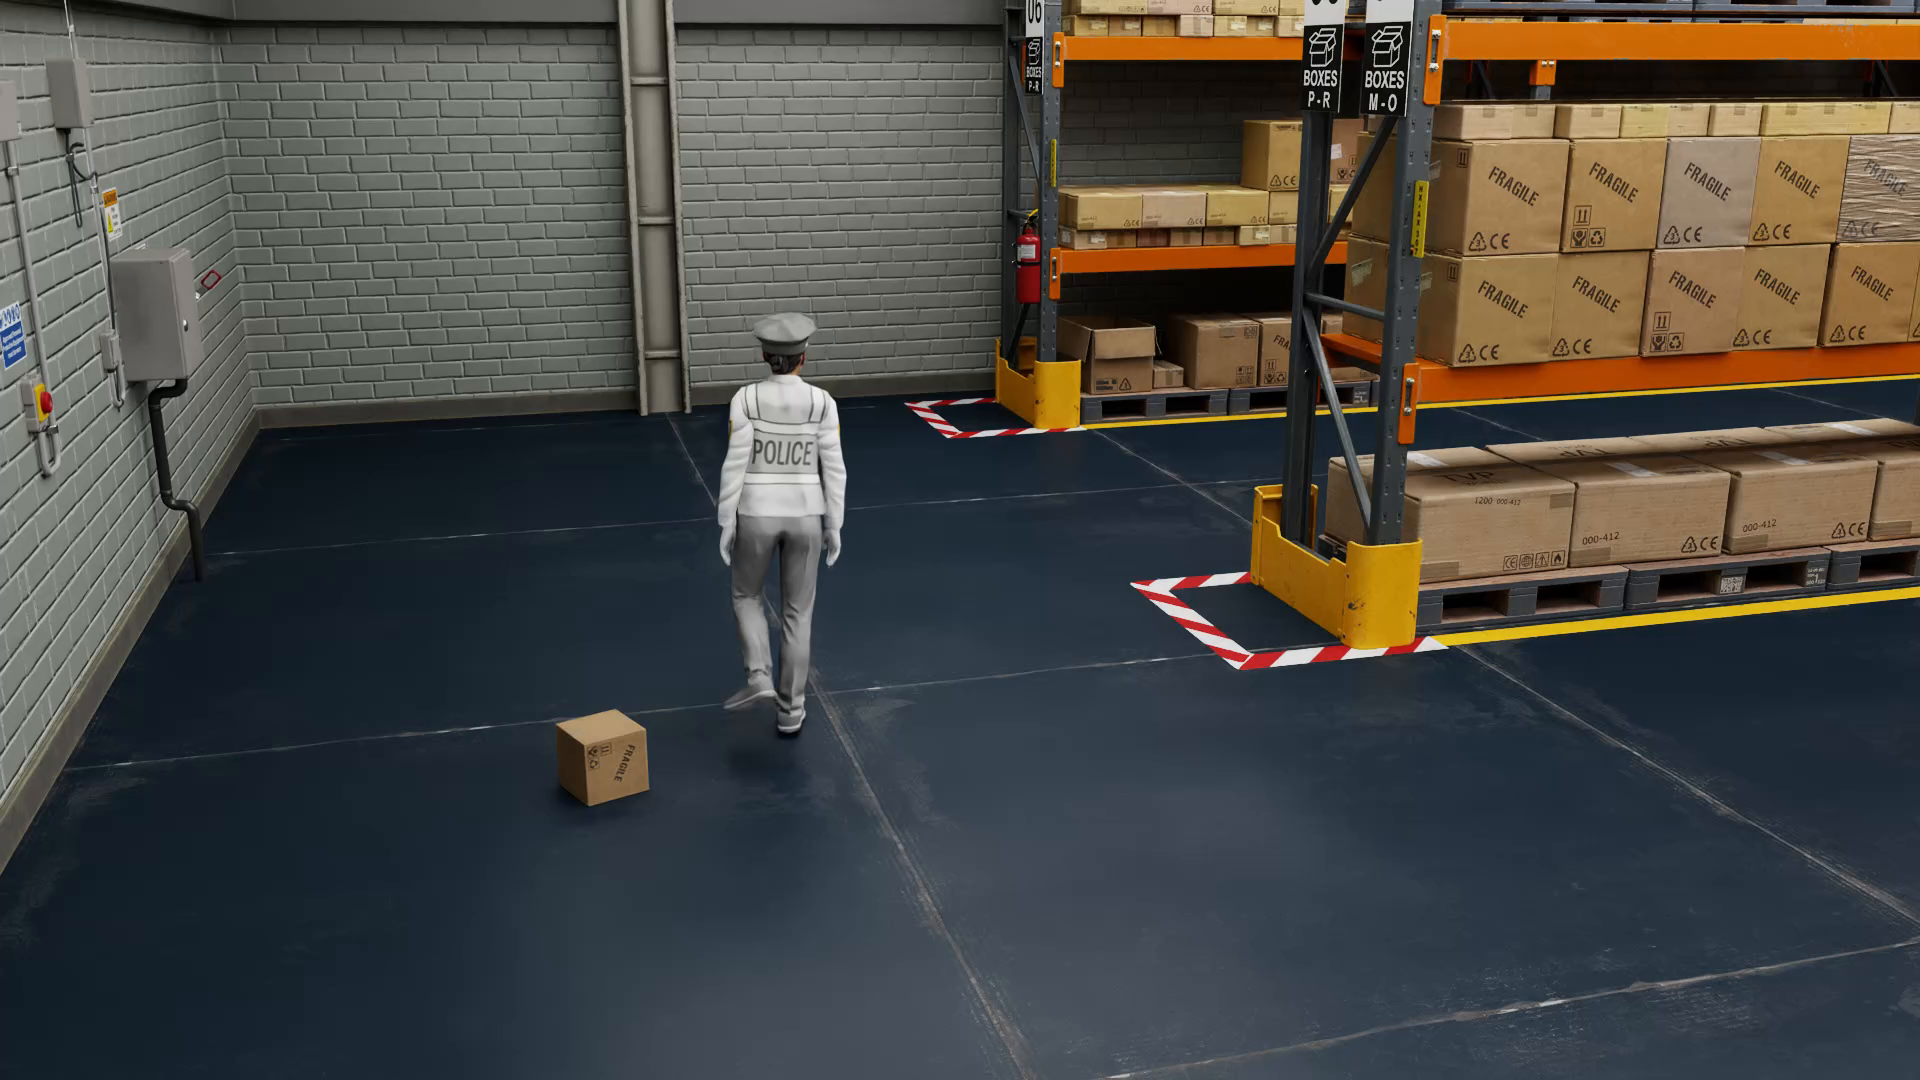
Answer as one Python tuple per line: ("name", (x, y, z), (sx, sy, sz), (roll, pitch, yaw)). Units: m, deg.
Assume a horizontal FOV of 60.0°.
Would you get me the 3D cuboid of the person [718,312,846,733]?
("person", (-0.711, -0.049, 6.640), (0.526, 1.669, 0.466), (-2, 16, -8))
